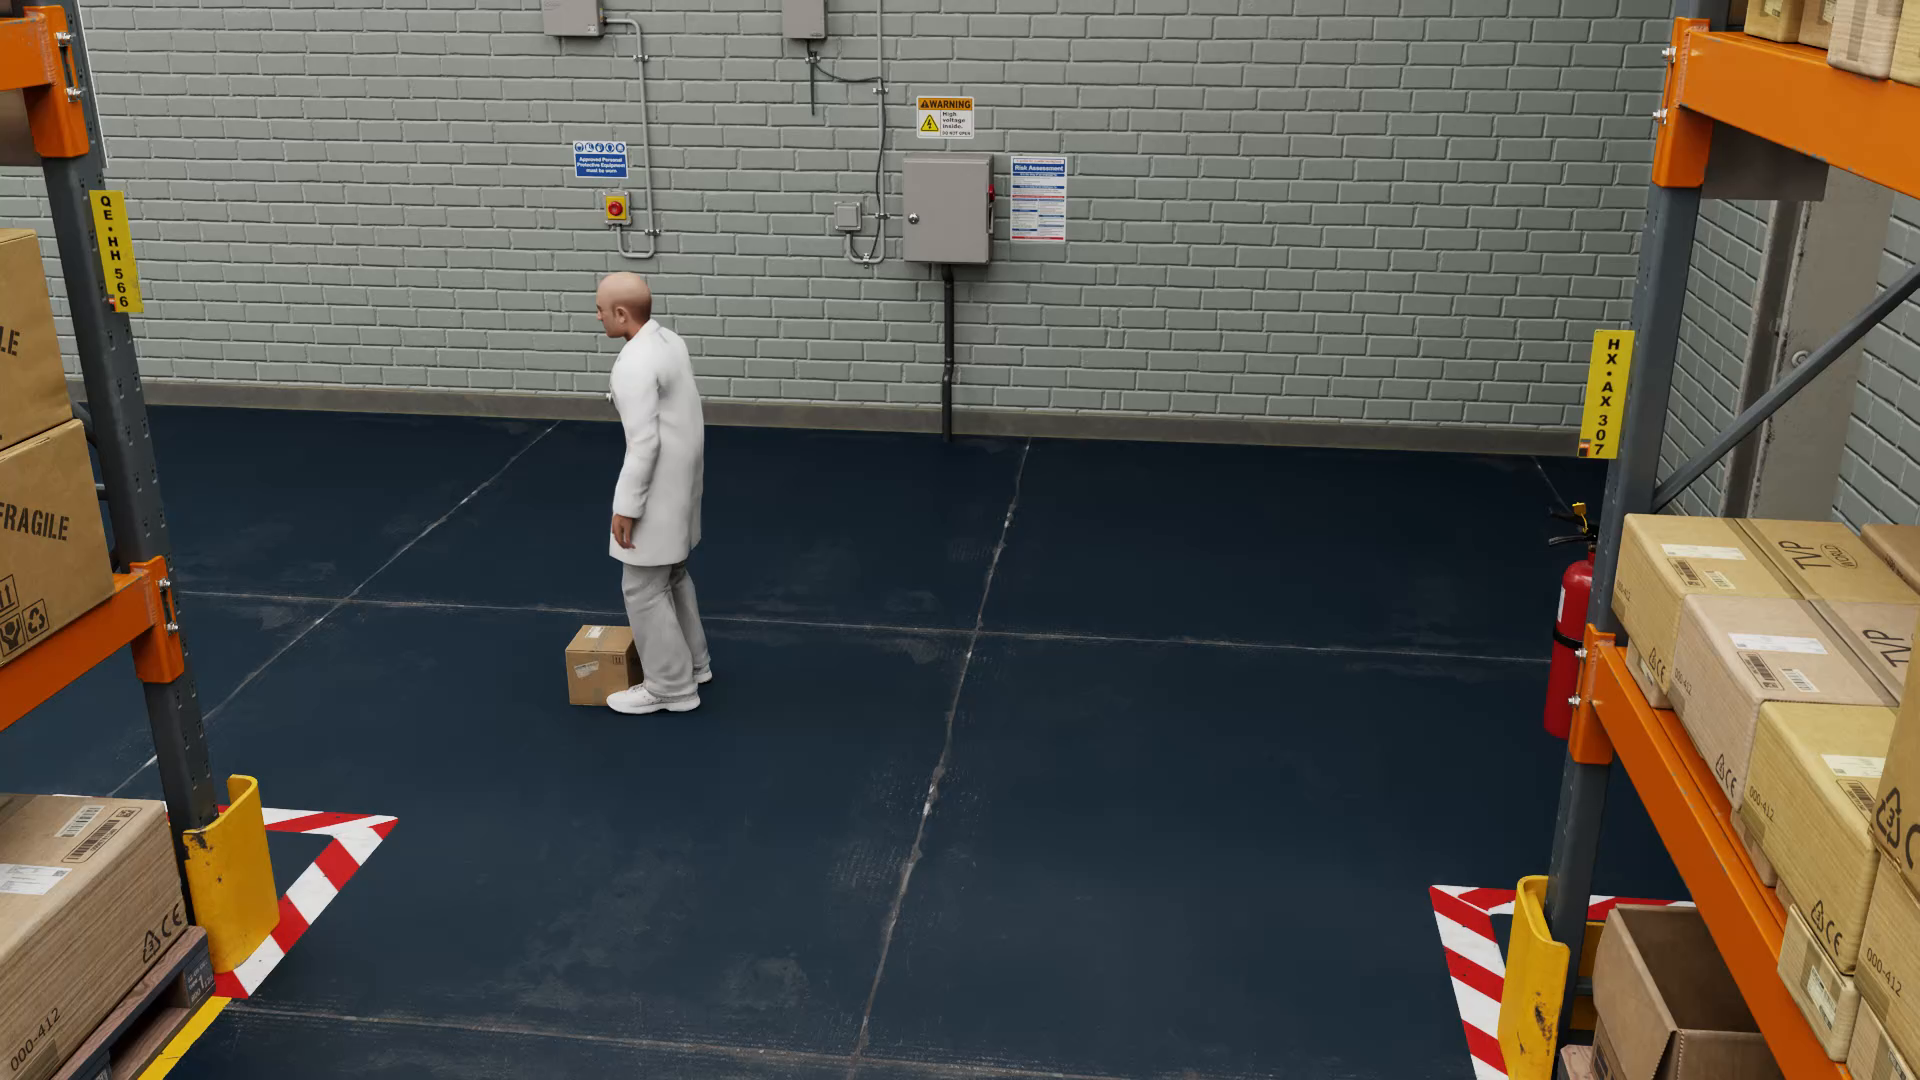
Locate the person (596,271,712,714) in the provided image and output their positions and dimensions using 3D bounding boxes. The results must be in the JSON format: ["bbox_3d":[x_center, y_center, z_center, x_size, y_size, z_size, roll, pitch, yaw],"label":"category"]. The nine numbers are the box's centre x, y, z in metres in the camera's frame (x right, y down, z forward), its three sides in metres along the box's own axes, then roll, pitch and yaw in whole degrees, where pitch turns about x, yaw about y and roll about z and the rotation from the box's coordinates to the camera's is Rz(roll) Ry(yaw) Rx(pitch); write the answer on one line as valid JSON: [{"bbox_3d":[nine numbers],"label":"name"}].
[{"bbox_3d":[-1.218,-0.184,6.586,0.421,1.774,0.642,2,21,6],"label":"person"}]
